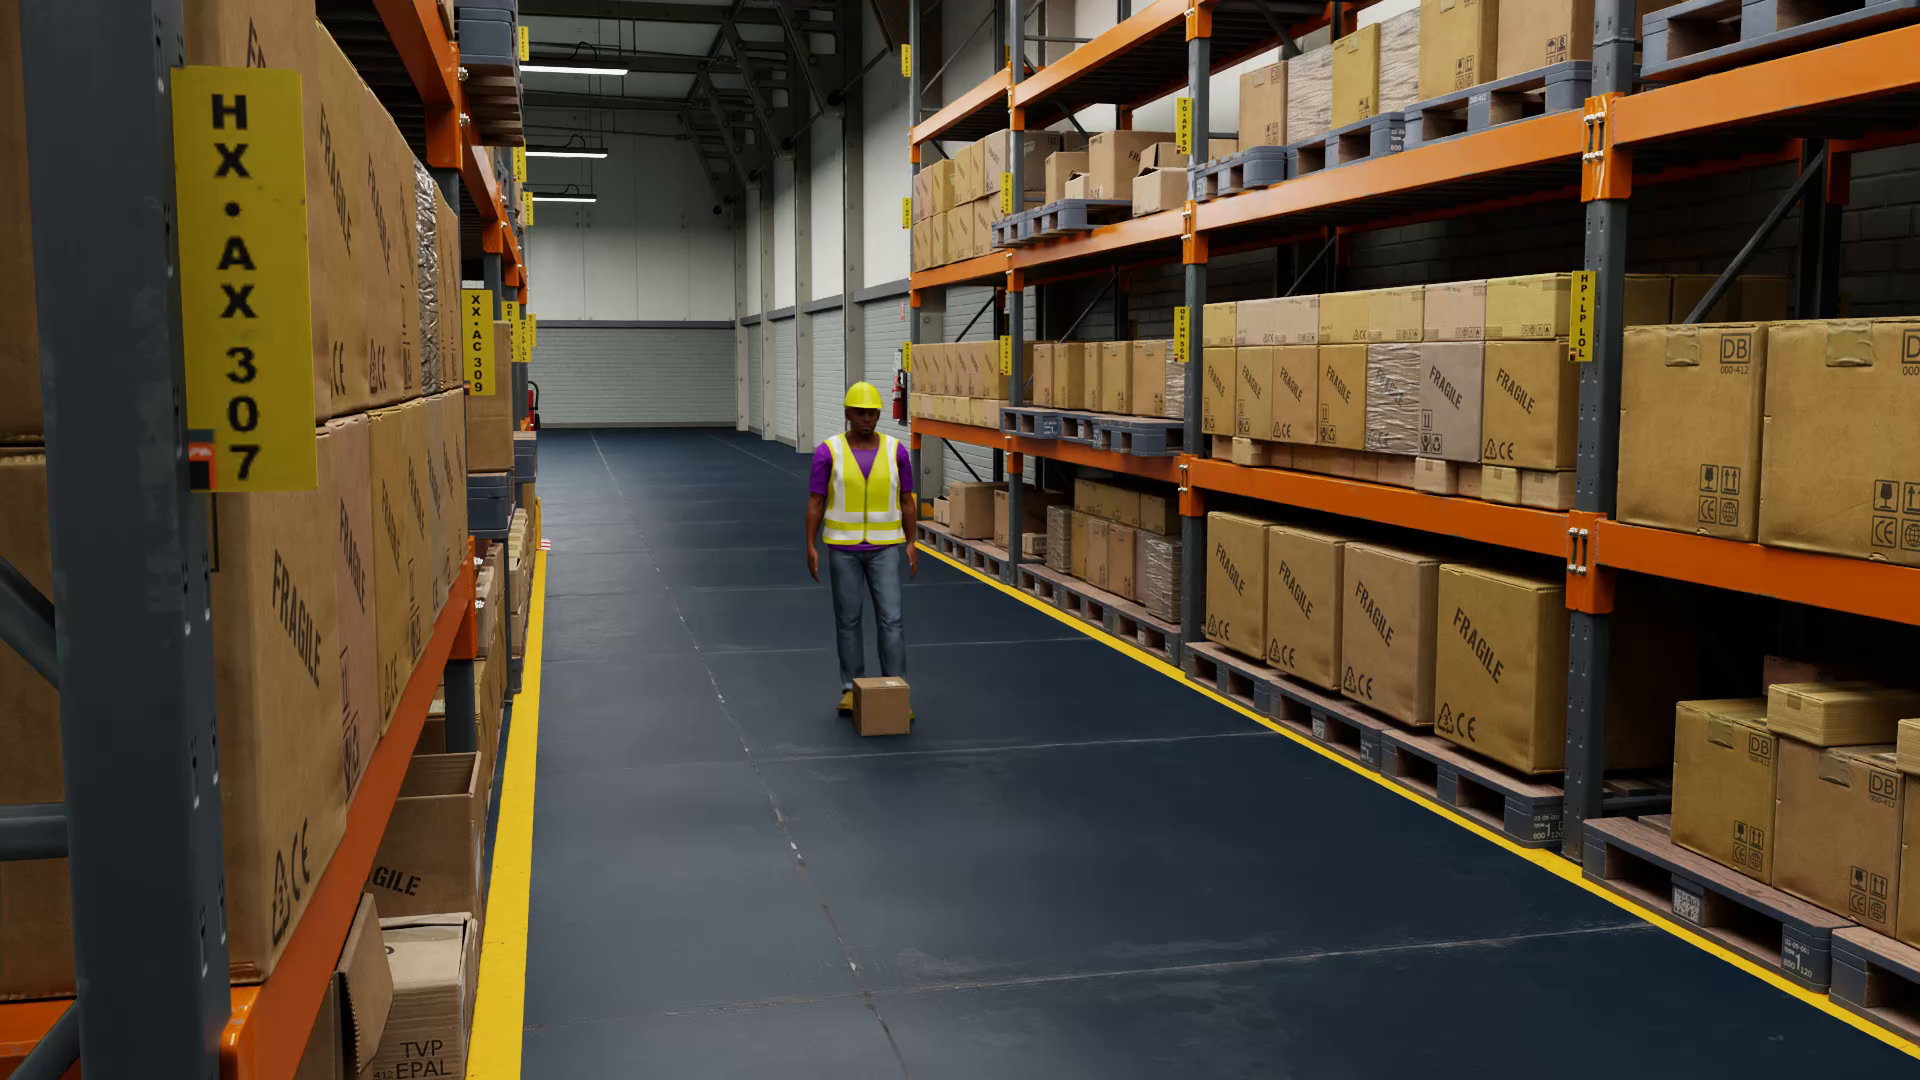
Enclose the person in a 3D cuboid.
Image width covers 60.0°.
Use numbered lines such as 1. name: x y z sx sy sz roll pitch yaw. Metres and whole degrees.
1. person: -0.507 0.050 8.821 0.607 1.766 0.552 -1 6 -8
